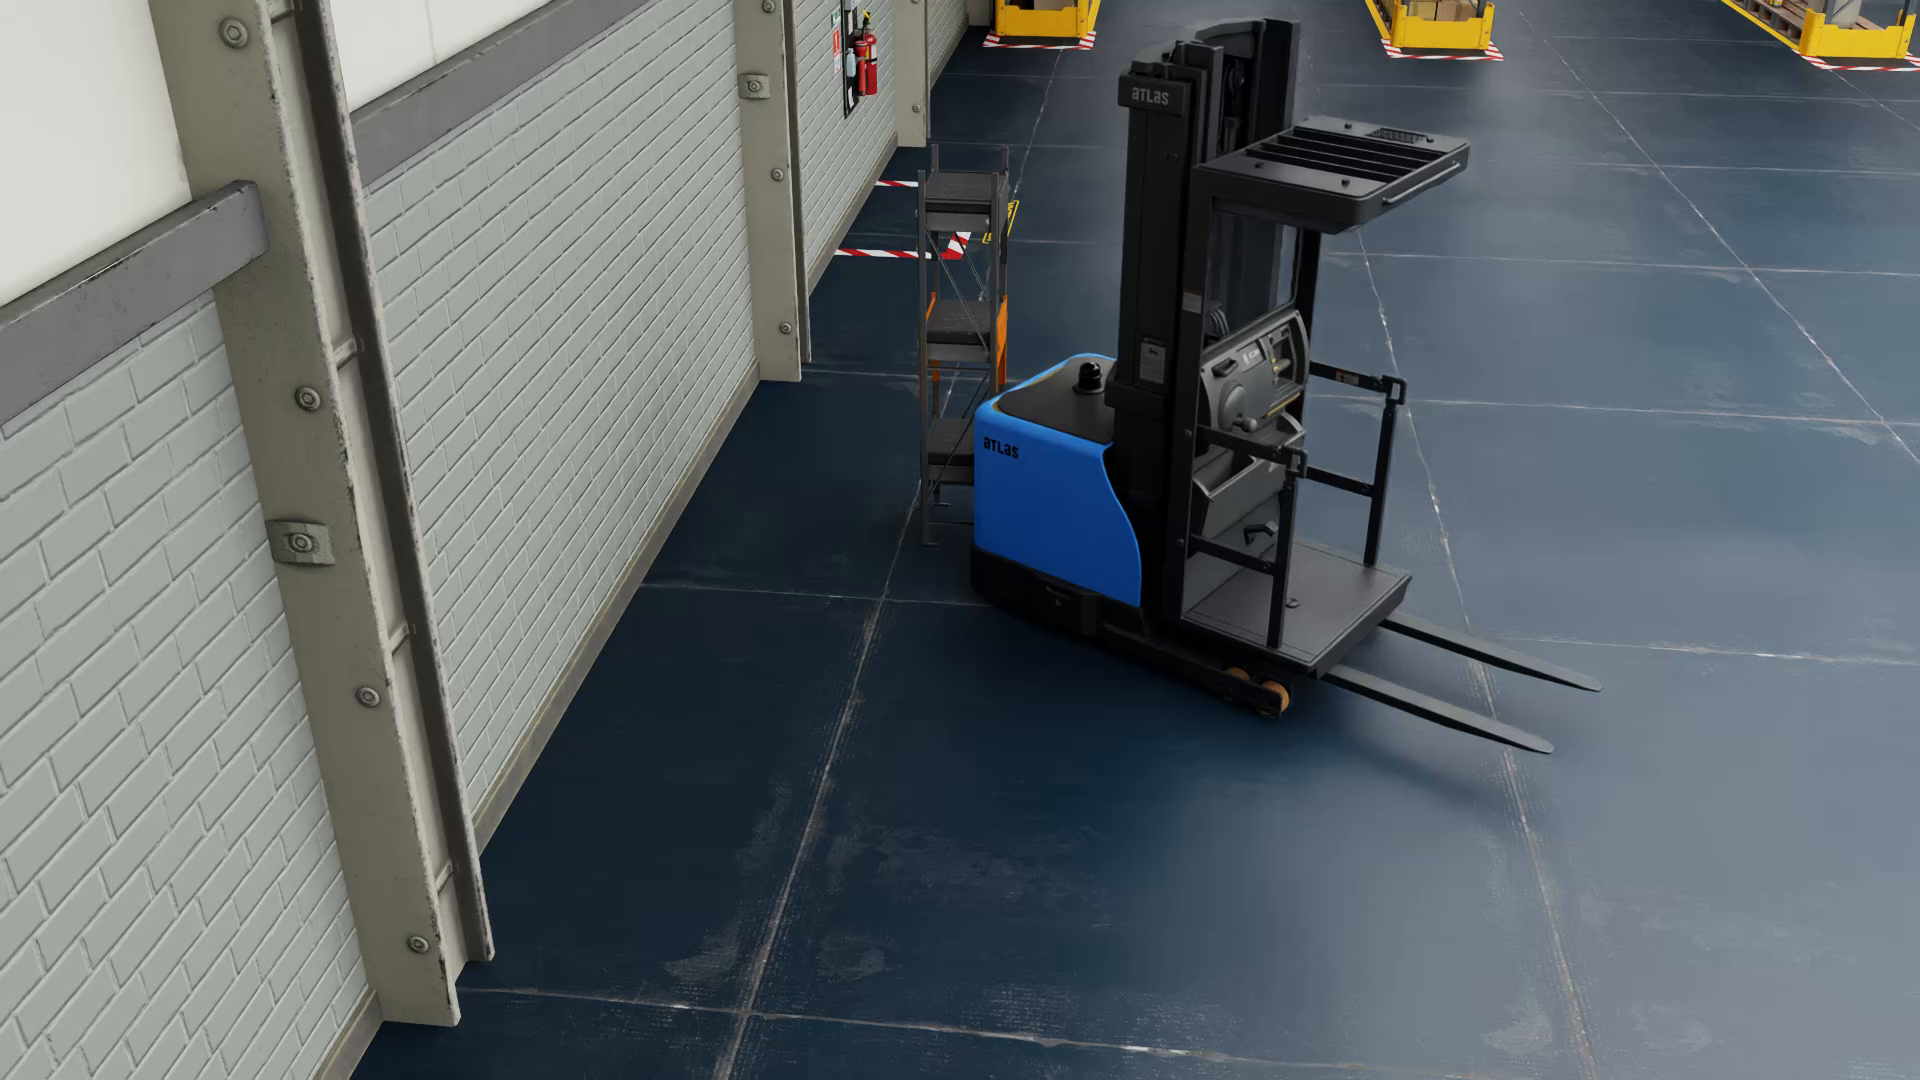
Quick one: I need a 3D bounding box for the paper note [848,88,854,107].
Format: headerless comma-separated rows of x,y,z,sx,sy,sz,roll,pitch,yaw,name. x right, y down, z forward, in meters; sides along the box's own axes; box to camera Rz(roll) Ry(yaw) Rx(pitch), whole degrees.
-0.908,-3.689,13.863,0.016,0.148,0.142,3,28,6,paper note

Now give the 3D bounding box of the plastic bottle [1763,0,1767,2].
10.728,-7.252,21.957,0.152,0.276,0.135,3,28,5,plastic bottle

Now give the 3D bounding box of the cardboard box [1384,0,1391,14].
5.769,-6.955,21.454,0.500,0.250,0.500,3,28,6,cardboard box

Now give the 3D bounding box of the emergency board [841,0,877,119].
-0.818,-4.156,13.801,0.194,1.169,0.643,3,28,6,emergency board

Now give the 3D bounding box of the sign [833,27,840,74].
-0.988,-3.917,13.321,0.001,0.329,0.234,3,28,6,sign

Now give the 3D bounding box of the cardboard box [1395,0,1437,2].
5.718,-7.049,20.838,0.500,0.500,0.500,3,28,6,cardboard box

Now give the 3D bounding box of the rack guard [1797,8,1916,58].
10.826,-6.124,20.089,1.175,0.500,0.348,3,28,6,rack guard

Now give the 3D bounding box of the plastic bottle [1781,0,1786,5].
10.817,-7.184,21.823,0.061,0.283,0.133,3,28,6,plastic bottle

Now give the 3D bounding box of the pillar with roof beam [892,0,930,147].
3.795,-7.708,14.069,9.100,9.000,0.400,3,28,6,pillar with roof beam

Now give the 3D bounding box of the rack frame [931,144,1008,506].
0.050,-1.117,9.110,0.400,2.100,0.015,3,28,6,rack frame

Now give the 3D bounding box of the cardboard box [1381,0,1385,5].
5.829,-7.191,21.891,0.500,0.250,0.500,3,28,6,cardboard box

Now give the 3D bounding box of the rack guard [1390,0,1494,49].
5.945,-6.363,20.534,1.175,0.500,0.348,3,28,6,rack guard

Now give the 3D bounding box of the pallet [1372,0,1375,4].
6.299,-7.759,23.429,1.003,0.211,1.213,3,28,6,pallet

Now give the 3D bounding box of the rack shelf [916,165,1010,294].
0.020,-1.607,8.571,0.431,0.518,0.480,3,28,6,rack shelf

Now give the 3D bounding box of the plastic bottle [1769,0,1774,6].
10.649,-7.129,21.721,0.061,0.283,0.133,4,29,7,plastic bottle

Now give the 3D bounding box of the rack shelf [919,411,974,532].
0.020,-0.374,9.235,0.431,0.518,0.480,3,28,6,rack shelf

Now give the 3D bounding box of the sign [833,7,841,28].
-0.978,-4.152,13.198,0.001,0.109,0.331,3,28,6,sign

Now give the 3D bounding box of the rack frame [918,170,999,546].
-0.010,-0.887,8.683,0.400,2.100,0.015,3,28,6,rack frame

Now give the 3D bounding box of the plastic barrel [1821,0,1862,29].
10.868,-6.589,20.499,0.421,0.512,0.421,0,28,0,plastic barrel

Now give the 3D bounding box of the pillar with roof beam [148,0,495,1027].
2.325,-2.059,3.584,9.100,9.000,0.400,3,28,6,pillar with roof beam

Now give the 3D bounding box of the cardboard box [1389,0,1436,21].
5.720,-6.719,21.016,0.500,0.250,0.500,3,28,6,cardboard box

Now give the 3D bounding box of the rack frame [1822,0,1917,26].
10.863,-7.186,19.425,1.000,3.000,0.127,3,28,6,rack frame

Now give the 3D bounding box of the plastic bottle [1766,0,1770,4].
10.711,-7.187,21.836,0.152,0.276,0.135,4,29,7,plastic bottle

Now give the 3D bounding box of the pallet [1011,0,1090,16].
1.175,-6.950,21.927,1.003,0.211,1.213,3,28,6,pallet

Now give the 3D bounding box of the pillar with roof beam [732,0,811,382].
3.060,-4.883,8.827,9.100,9.000,0.400,3,28,6,pillar with roof beam

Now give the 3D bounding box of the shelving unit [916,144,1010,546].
0.020,-1.002,8.897,0.431,2.100,0.503,3,28,6,shelving unit

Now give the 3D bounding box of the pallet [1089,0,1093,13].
1.327,-7.522,22.990,1.003,0.211,1.213,3,28,6,pallet

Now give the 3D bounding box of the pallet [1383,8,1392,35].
6.000,-6.610,21.297,1.003,0.211,1.213,3,28,6,pallet

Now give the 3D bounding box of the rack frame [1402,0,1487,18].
5.948,-7.475,19.963,1.000,3.000,0.127,3,28,6,rack frame

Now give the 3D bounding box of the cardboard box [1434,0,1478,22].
6.234,-6.689,20.960,0.500,0.250,0.500,3,28,6,cardboard box

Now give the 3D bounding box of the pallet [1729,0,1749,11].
11.230,-7.527,22.999,1.003,0.211,1.213,3,28,6,pallet

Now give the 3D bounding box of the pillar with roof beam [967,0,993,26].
4.531,-10.532,19.311,9.100,9.000,0.400,3,28,6,pillar with roof beam

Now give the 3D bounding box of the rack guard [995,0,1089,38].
1.040,-6.697,21.153,1.175,0.500,0.348,3,28,6,rack guard

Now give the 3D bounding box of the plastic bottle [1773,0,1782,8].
10.653,-7.037,21.636,0.097,0.201,0.097,0,28,0,plastic bottle

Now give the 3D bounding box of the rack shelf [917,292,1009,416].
0.020,-0.990,8.903,0.431,0.518,0.480,3,28,6,rack shelf

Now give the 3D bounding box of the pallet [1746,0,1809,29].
11.083,-6.951,21.930,1.003,0.211,1.213,3,28,6,pallet

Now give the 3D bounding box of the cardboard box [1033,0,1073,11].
1.205,-7.092,21.622,0.500,0.311,0.500,0,28,0,cardboard box

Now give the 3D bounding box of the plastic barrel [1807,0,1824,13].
10.929,-6.825,20.937,0.421,0.512,0.421,0,28,0,plastic barrel

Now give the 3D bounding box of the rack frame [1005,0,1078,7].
1.031,-7.761,20.494,1.000,3.000,0.127,3,28,6,rack frame

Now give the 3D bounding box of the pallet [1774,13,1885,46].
10.931,-6.378,20.867,1.003,0.211,1.213,3,28,6,pallet

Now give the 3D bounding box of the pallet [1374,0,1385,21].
6.152,-7.183,22.360,1.003,0.211,1.213,3,28,6,pallet

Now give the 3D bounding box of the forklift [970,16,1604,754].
1.528,-0.750,7.552,3.031,2.935,1.130,20,34,33,forklift
